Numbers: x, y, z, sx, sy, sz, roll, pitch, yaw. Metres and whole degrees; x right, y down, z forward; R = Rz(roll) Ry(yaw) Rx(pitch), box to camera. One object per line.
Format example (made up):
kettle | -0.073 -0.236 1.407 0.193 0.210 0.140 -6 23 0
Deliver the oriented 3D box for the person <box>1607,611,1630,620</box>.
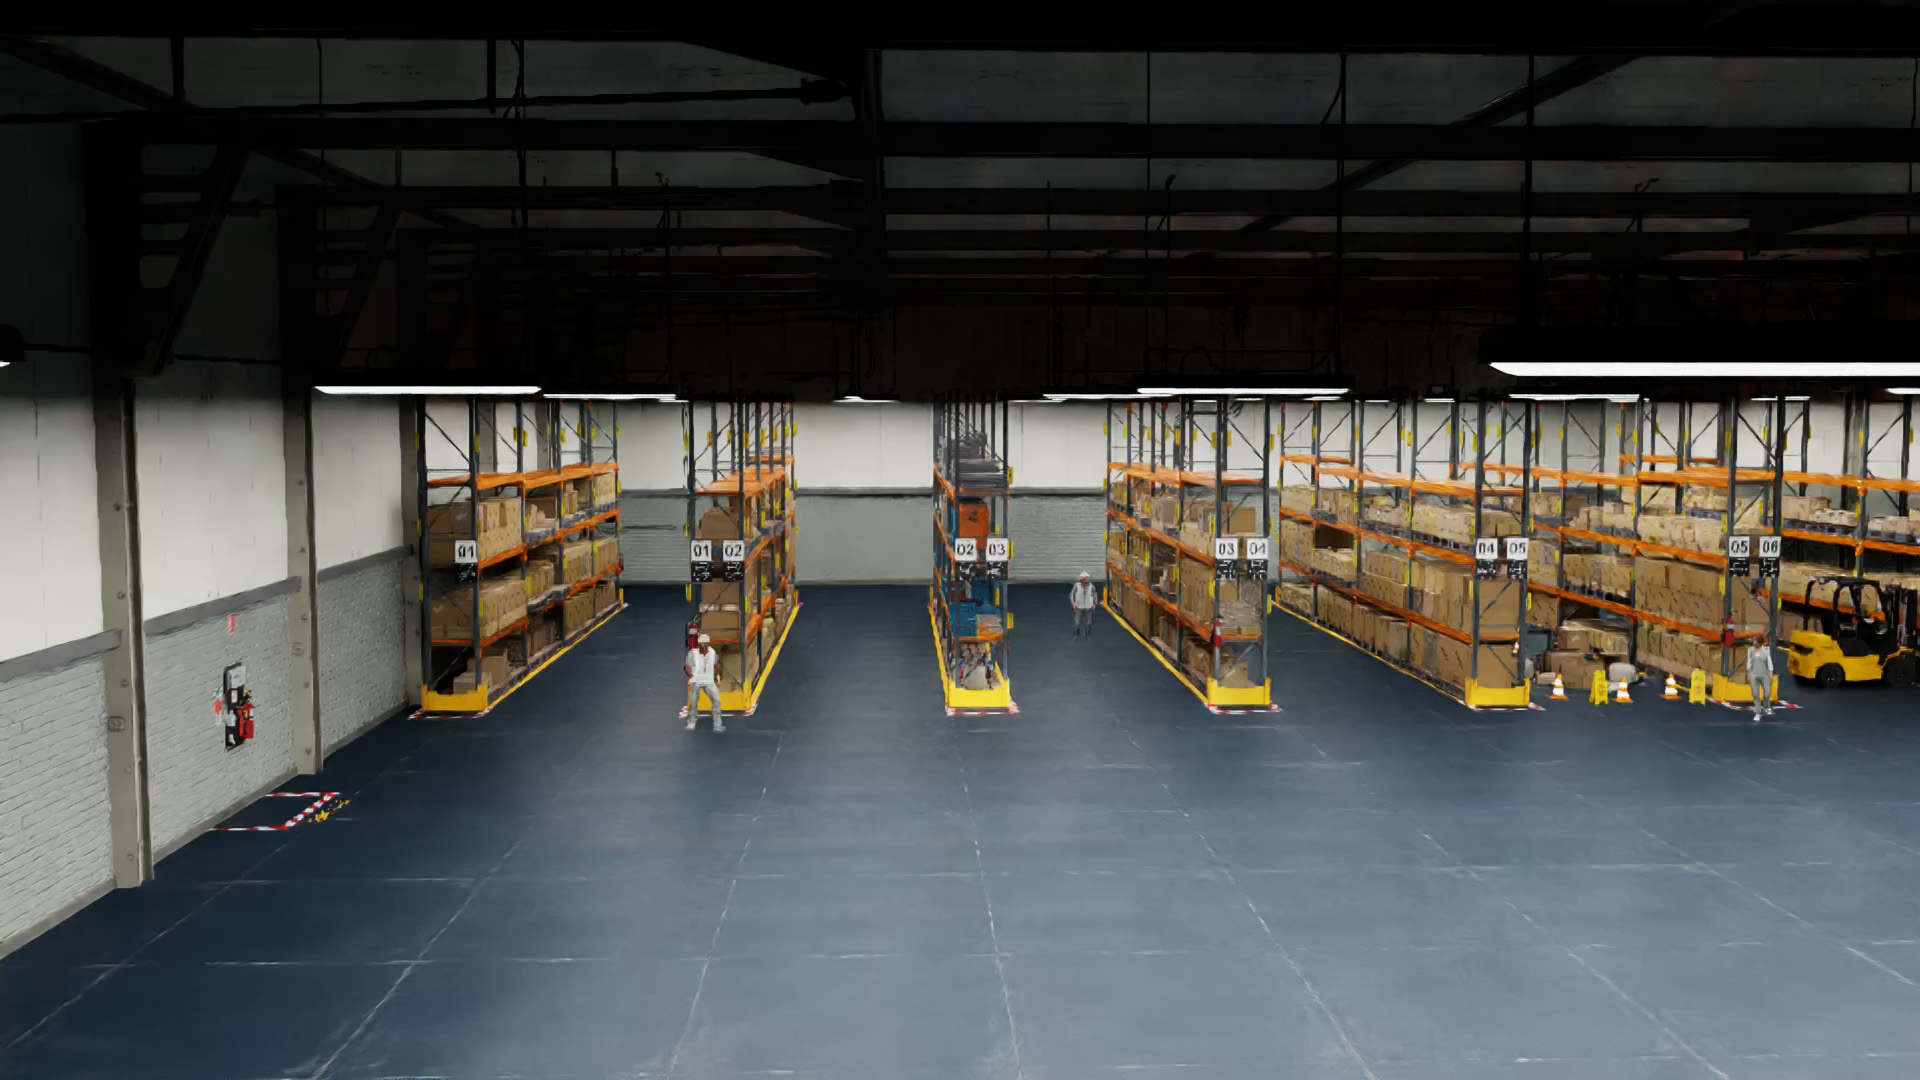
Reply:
person | 17.551 1.265 44.256 0.543 1.663 0.560 1 5 18

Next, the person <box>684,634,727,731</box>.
person | -4.498 2.484 29.088 0.689 1.724 0.773 -2 5 -23

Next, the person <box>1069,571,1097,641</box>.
person | 2.980 1.599 40.112 0.677 1.725 0.569 0 5 -4

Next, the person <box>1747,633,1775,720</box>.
person | 14.548 2.477 30.200 0.474 1.579 0.499 3 6 36
